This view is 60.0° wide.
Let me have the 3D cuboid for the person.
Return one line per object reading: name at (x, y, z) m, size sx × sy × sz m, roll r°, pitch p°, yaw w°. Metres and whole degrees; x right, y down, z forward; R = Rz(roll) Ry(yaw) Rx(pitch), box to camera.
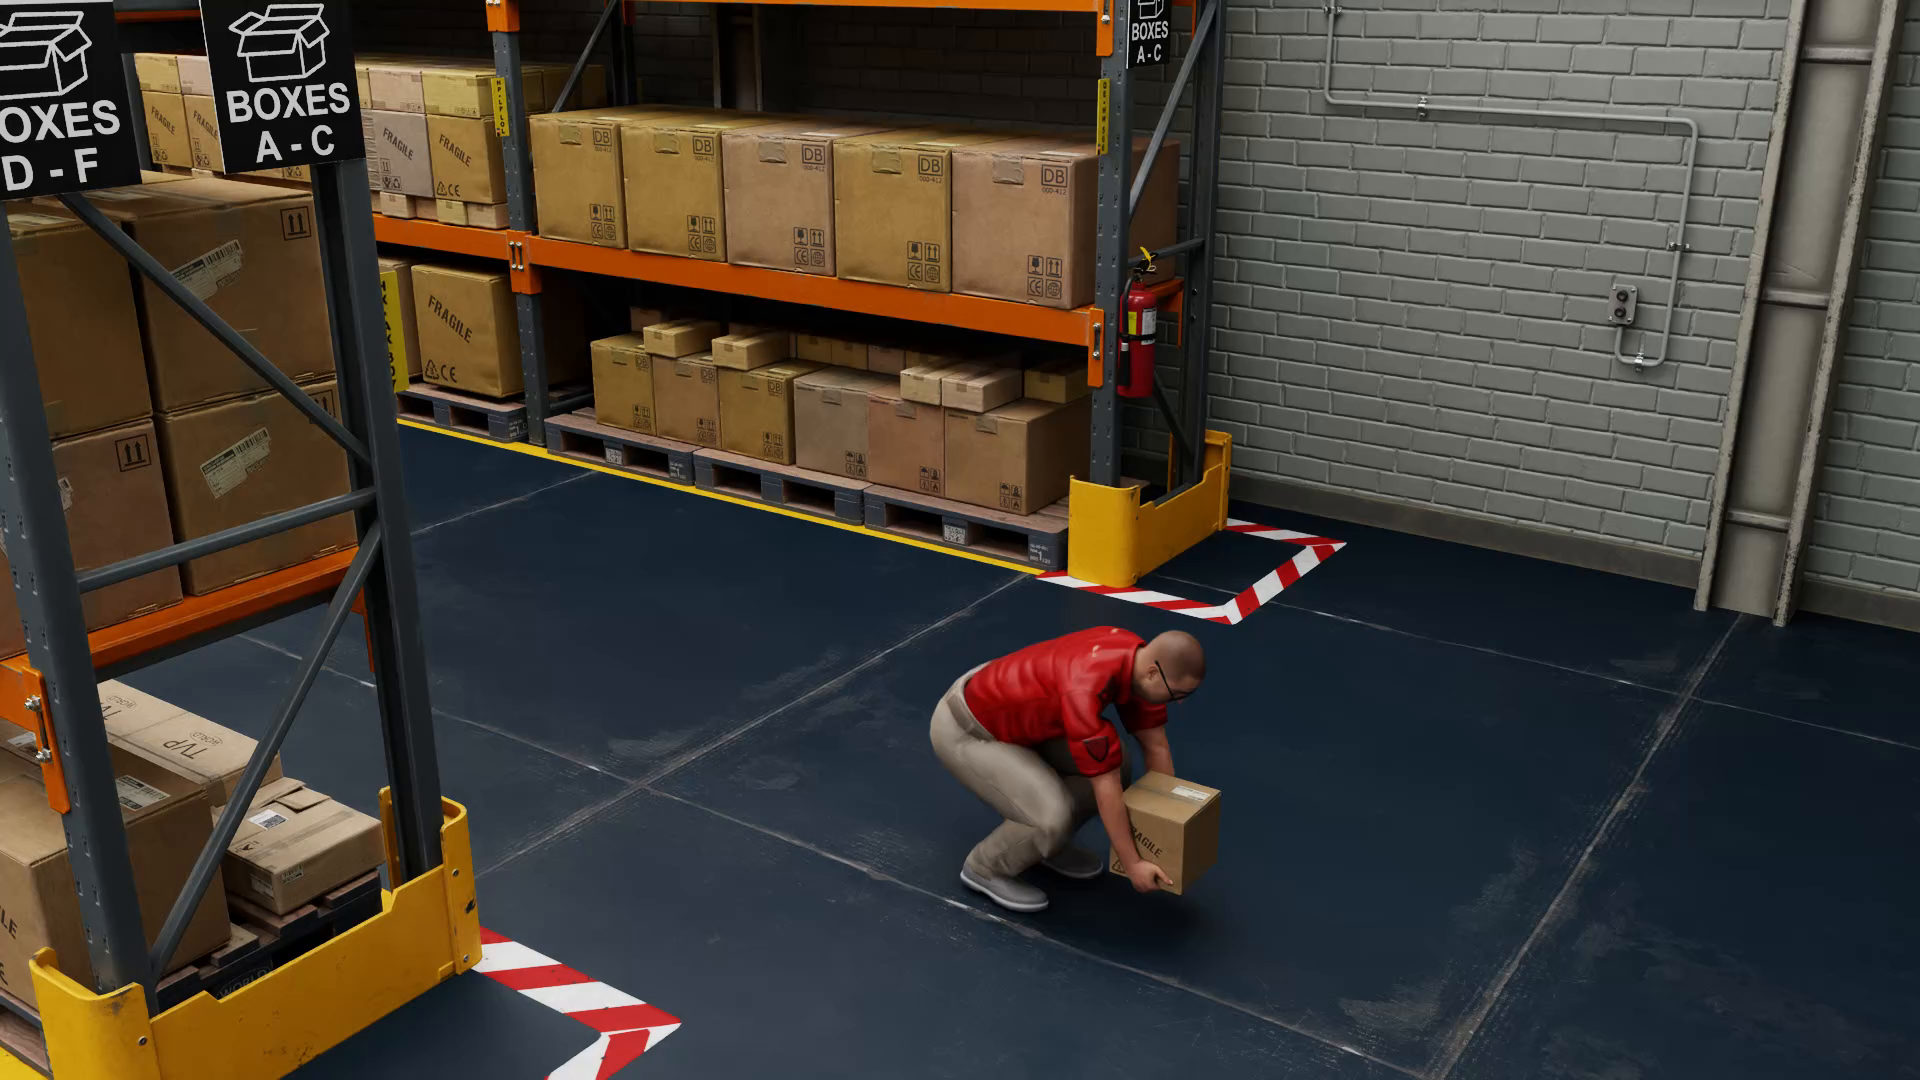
person at (0.349, 0.692, 5.294) m, size 0.903 × 0.975 × 0.528 m, roll 12°, pitch 23°, yaw 31°
